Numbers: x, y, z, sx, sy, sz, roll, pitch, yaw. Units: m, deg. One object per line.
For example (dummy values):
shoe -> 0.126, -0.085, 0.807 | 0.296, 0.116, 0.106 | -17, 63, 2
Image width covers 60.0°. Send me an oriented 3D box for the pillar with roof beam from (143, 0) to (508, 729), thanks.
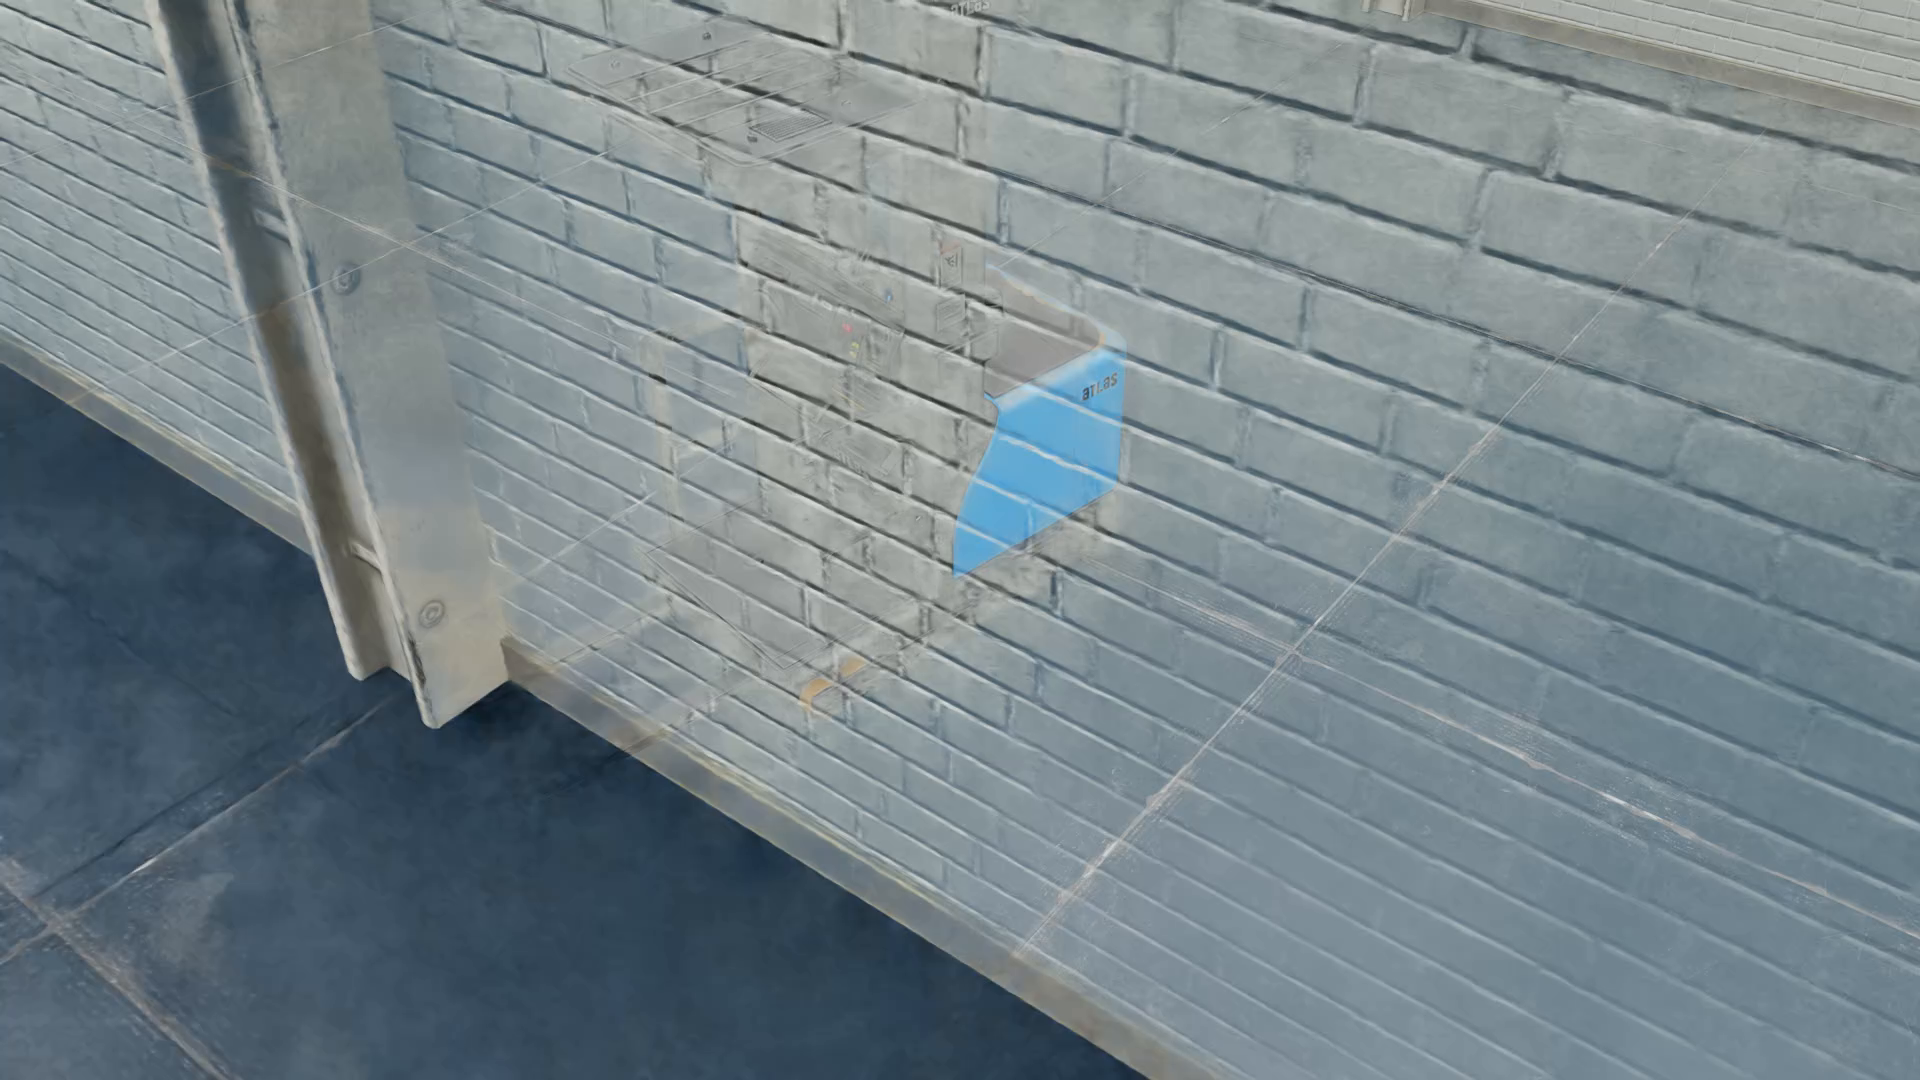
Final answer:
pillar with roof beam -> 0.790, -5.600, 7.603 | 0.400, 9.000, 9.100 | 25, 45, 29
